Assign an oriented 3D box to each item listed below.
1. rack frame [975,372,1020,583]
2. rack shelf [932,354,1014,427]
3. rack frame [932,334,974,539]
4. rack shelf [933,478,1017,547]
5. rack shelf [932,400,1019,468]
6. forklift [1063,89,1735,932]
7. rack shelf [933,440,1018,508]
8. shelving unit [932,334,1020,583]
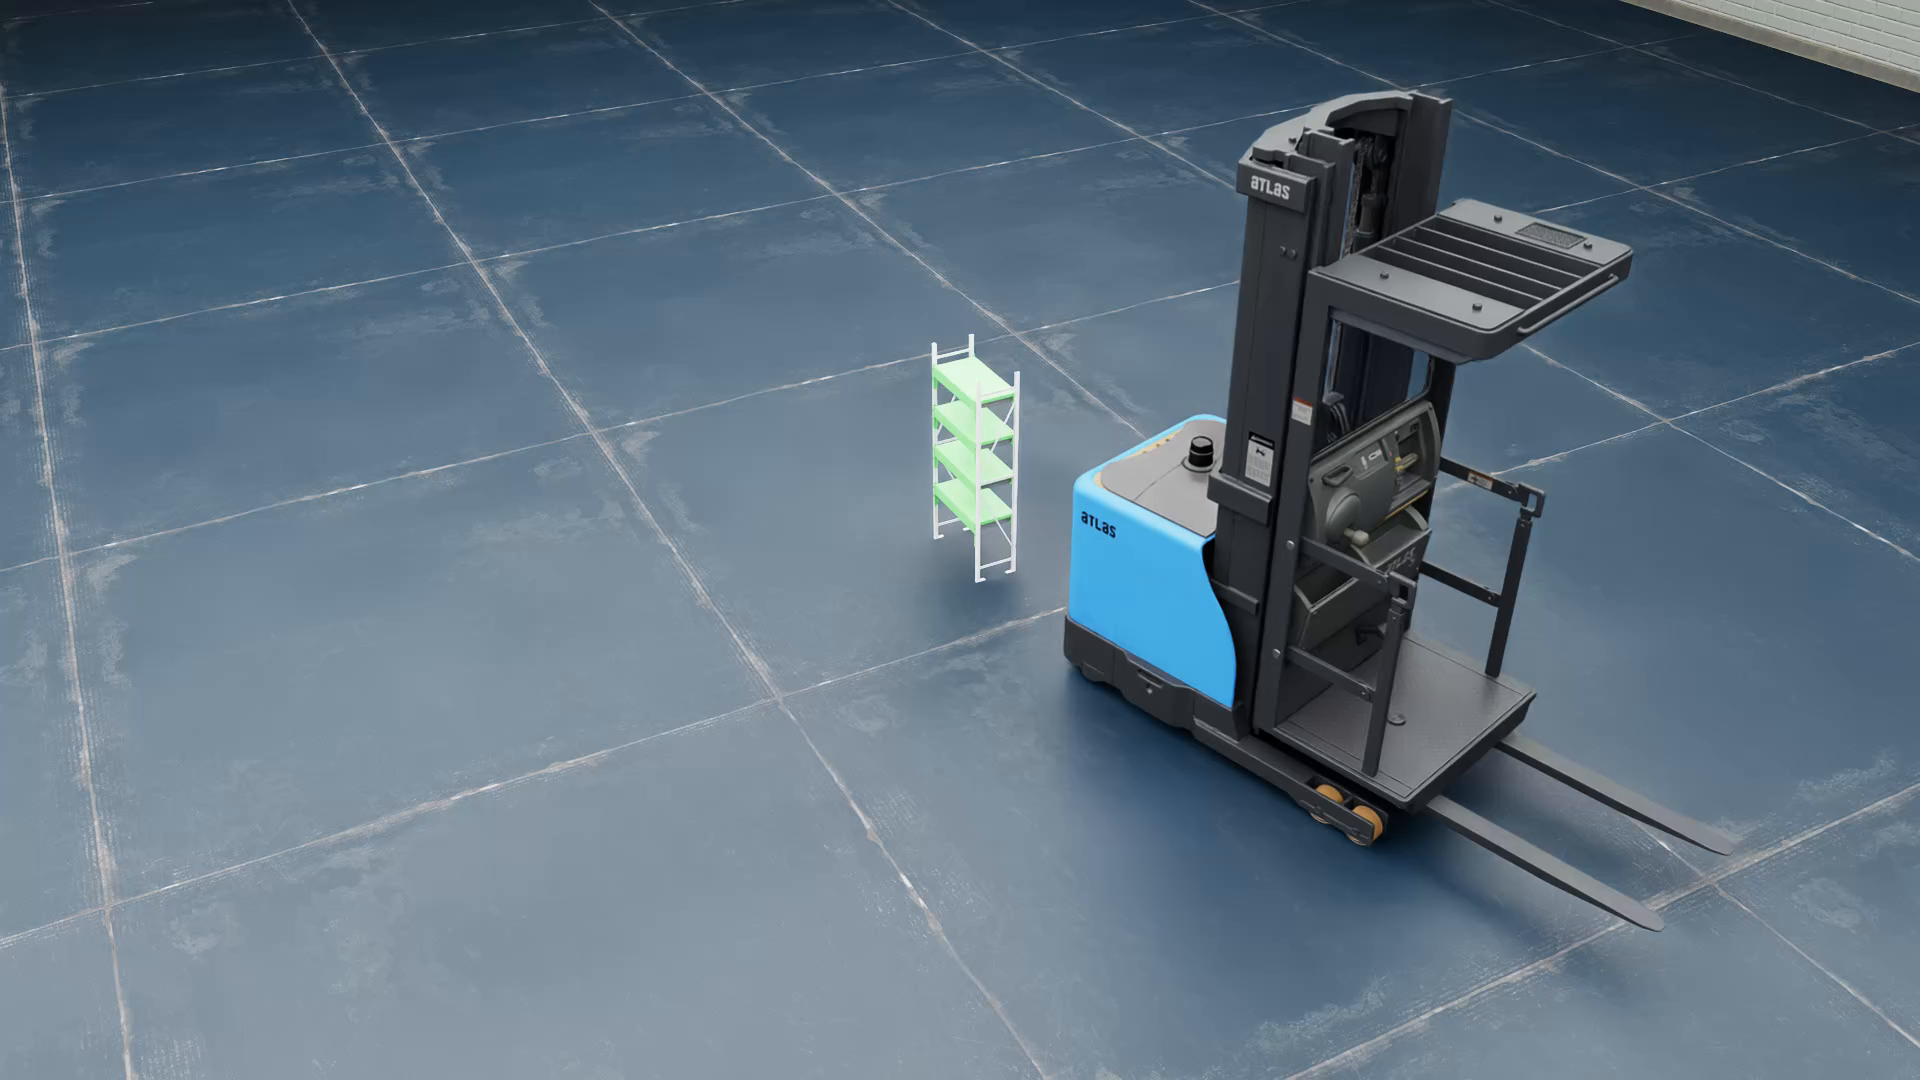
[{"bbox_3d":[0.191,-0.310,8.640,0.240,1.200,0.015,-16,36,-23],"label":"rack frame"},{"bbox_3d":[0.077,-0.777,8.597,0.258,0.148,0.480,-16,36,-23],"label":"rack shelf"},{"bbox_3d":[-0.037,-0.543,9.003,0.240,1.200,0.015,-16,36,-23],"label":"rack frame"},{"bbox_3d":[0.077,-0.170,8.986,0.258,0.148,0.480,-16,36,-23],"label":"rack shelf"},{"bbox_3d":[0.077,-0.574,8.727,0.258,0.148,0.480,-16,36,-23],"label":"rack shelf"},{"bbox_3d":[1.904,-0.229,6.909,1.130,2.935,3.031,-28,42,-36],"label":"forklift"},{"bbox_3d":[0.077,-0.372,8.856,0.258,0.148,0.480,-16,36,-23],"label":"rack shelf"},{"bbox_3d":[0.077,-0.426,8.822,0.258,1.200,0.503,-16,36,-23],"label":"shelving unit"}]
